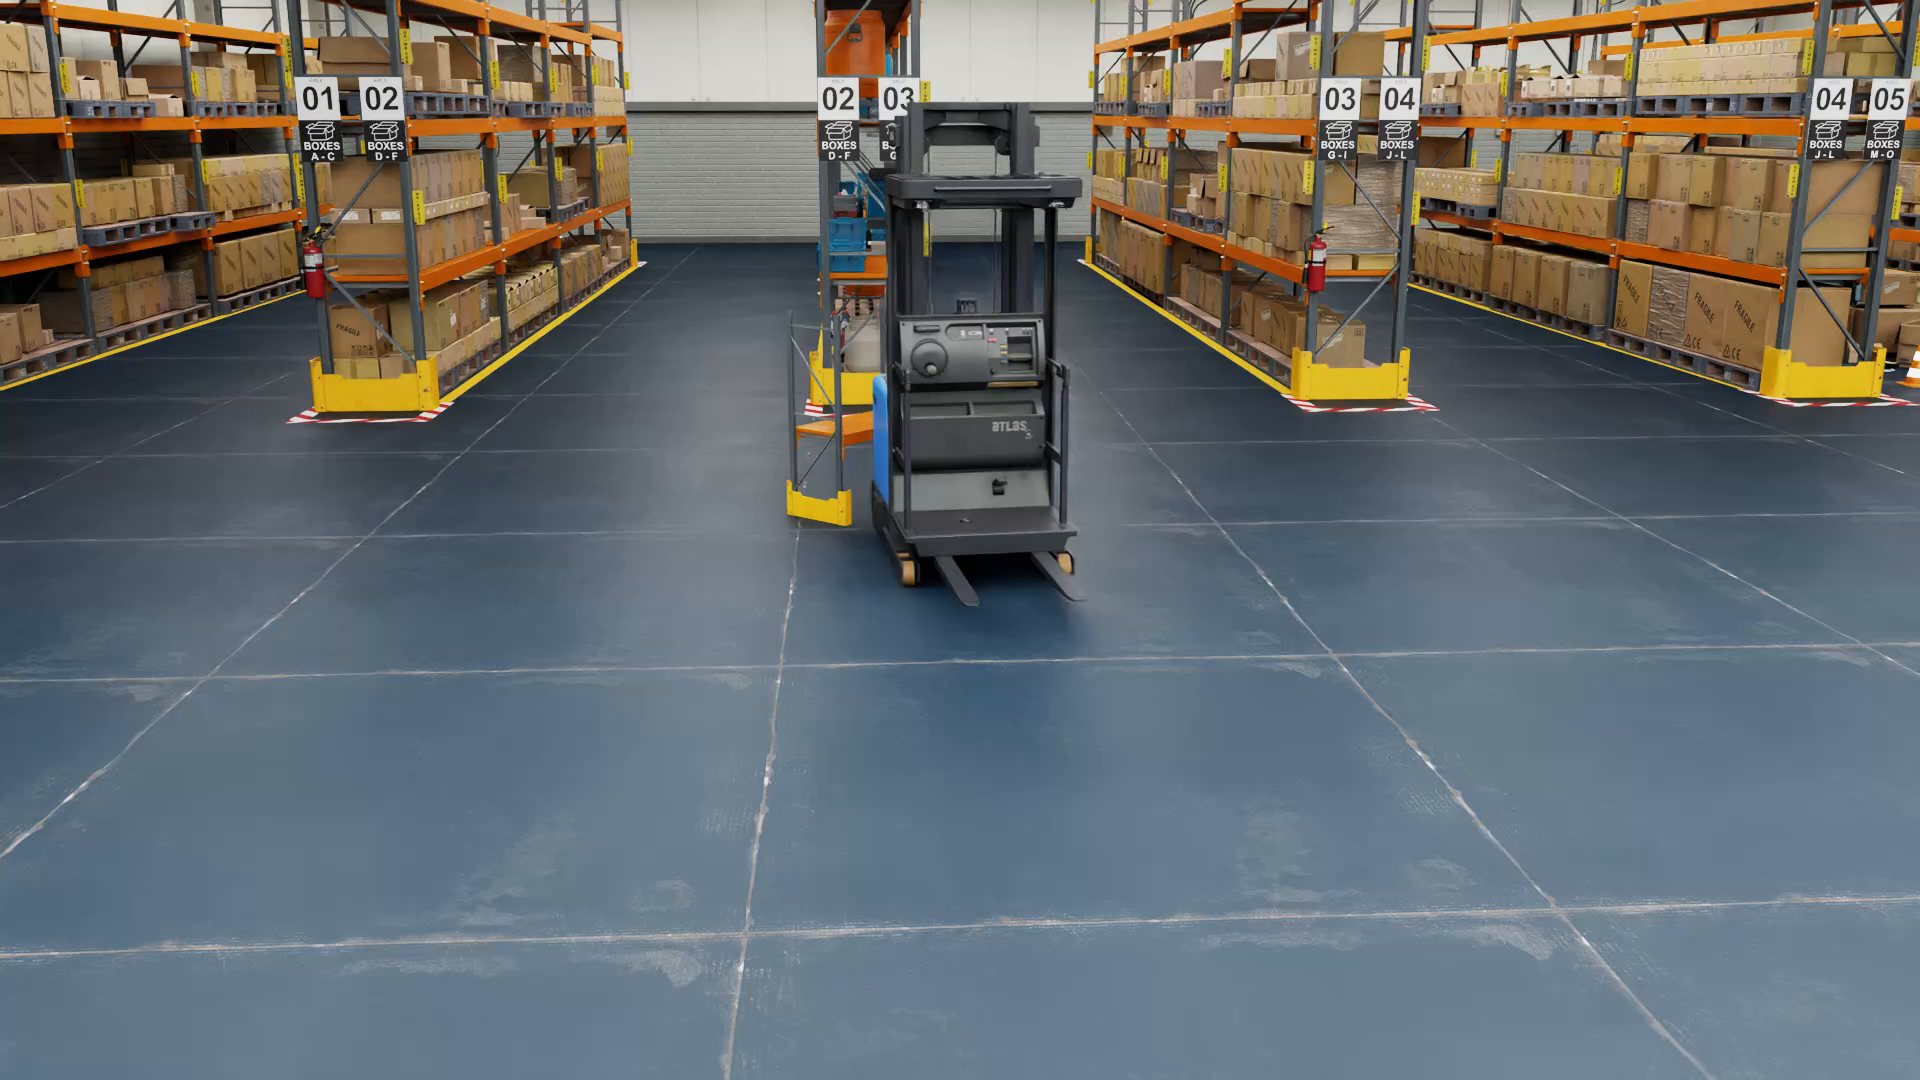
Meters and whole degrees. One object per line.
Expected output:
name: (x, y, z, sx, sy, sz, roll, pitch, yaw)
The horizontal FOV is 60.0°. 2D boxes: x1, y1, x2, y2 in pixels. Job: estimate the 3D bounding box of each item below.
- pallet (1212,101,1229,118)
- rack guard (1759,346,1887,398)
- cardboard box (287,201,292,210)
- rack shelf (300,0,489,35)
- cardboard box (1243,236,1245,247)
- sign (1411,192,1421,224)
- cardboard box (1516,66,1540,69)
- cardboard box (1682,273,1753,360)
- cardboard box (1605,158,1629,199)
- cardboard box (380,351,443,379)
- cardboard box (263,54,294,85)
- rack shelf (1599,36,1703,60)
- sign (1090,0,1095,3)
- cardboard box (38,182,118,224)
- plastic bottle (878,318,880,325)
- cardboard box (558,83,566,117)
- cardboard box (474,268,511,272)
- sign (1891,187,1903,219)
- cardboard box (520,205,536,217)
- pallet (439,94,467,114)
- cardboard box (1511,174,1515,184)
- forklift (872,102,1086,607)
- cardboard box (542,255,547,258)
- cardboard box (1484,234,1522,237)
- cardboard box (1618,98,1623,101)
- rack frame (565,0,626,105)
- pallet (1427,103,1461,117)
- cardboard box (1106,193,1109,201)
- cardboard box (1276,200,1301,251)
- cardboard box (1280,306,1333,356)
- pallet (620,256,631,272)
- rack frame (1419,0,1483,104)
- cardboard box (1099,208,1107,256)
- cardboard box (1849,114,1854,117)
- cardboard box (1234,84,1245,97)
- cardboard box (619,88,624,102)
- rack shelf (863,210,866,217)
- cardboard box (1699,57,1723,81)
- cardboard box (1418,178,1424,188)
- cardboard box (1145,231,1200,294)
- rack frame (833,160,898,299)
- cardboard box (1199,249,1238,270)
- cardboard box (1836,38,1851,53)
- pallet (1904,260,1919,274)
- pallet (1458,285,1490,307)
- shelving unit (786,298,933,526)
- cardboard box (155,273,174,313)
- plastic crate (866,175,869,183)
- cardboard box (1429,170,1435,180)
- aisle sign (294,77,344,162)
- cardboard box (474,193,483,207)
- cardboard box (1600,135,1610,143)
pallet: (3.876, -5.441, 21.009, 1.213, 0.211, 1.003, -1, 14, -3)
rack guard: (9.014, -1.764, 17.378, 1.175, 0.500, 0.348, -1, 14, -3)
cardboard box: (-11.216, -5.492, 27.316, 0.380, 0.149, 0.250, -1, 14, -3)
rack shelf: (-5.956, -5.637, 17.624, 1.077, 0.370, 4.000, -1, 14, -3)
cardboard box: (3.591, -3.558, 19.838, 0.380, 0.149, 0.250, -1, 14, -3)
sign: (4.597, -3.356, 16.815, 0.100, 0.325, 0.005, -1, 14, -3)
cardboard box: (8.680, -7.138, 25.491, 0.396, 0.266, 0.258, -1, 14, -3)
cardboard box: (8.848, -2.541, 18.804, 0.875, 0.875, 0.875, -1, 14, -4)
cardboard box: (8.728, -4.631, 21.299, 0.700, 0.500, 0.500, -1, 14, -4)
cardboard box: (-5.643, -1.785, 17.121, 0.500, 0.250, 0.500, -1, 14, -3)
cardboard box: (-11.284, -7.860, 27.790, 0.500, 0.500, 0.500, -1, 14, -4)
rack shelf: (13.079, -8.927, 30.409, 1.077, 0.370, 4.000, -1, 14, -3)
sign: (2.510, -10.335, 31.444, 0.100, 0.325, 0.005, -1, 14, -3)
cardboard box: (-11.049, -4.222, 20.832, 0.700, 0.500, 0.500, 1, 14, 2)
plastic bottle: (-0.943, -2.529, 19.920, 0.152, 0.276, 0.135, -1, 14, -3)
cardboard box: (-6.452, -6.632, 25.061, 0.910, 0.500, 0.500, -1, 14, -3)
cardboard box: (-6.547, -3.644, 23.221, 0.500, 0.311, 0.500, -1, 14, -5)
sign: (9.567, -3.445, 16.999, 0.100, 0.325, 0.005, -1, 14, -3)
cardboard box: (-6.349, -4.632, 23.689, 0.500, 0.311, 0.500, 0, 14, 0)
pallet: (-5.929, -4.667, 17.803, 1.003, 0.211, 1.213, -1, 14, -3)
cardboard box: (8.662, -5.524, 25.445, 0.380, 0.149, 0.250, -1, 14, -5)
forklift: (0.118, -1.225, 10.404, 1.130, 2.935, 3.031, -2, 15, -9)
cardboard box: (-6.652, -4.127, 25.679, 0.500, 0.500, 0.500, -1, 14, -5)
cardboard box: (8.666, -4.750, 26.638, 0.500, 0.250, 0.500, -1, 14, -3)
cardboard box: (13.073, -8.582, 32.100, 0.500, 0.250, 0.500, -2, 15, -9)
rack frame: (-6.823, -9.661, 31.017, 1.000, 3.000, 0.127, -1, 14, -3)
pallet: (8.268, -6.913, 26.733, 1.213, 0.211, 1.003, -1, 14, -3)
cardboard box: (2.872, -6.245, 30.284, 0.380, 0.149, 0.250, -1, 14, -3)
cardboard box: (3.898, -3.381, 17.850, 0.875, 0.500, 0.500, -1, 14, -3)
cardboard box: (3.942, -2.381, 18.935, 0.500, 0.500, 0.500, 0, 14, 2)
pallet: (-6.768, -5.188, 31.268, 1.003, 0.211, 1.213, -1, 14, -3)
rack frame: (8.269, -8.870, 27.941, 1.000, 3.000, 0.127, -1, 14, -3)
cardboard box: (3.184, -5.924, 31.954, 0.875, 0.875, 0.875, -1, 14, -3)
cardboard box: (13.301, -6.321, 24.560, 0.380, 0.149, 0.250, -1, 14, -3)
cardboard box: (3.520, -5.411, 20.019, 0.380, 0.149, 0.250, -1, 14, -5)
cardboard box: (-6.537, -8.254, 30.866, 0.500, 0.250, 0.500, -1, 14, -3)
rack shelf: (-1.507, -4.991, 26.348, 1.077, 0.370, 4.000, -1, 14, -3)
cardboard box: (8.612, -5.248, 18.545, 0.500, 0.250, 0.500, -1, 14, -3)
cardboard box: (7.869, -5.957, 27.723, 0.380, 0.149, 0.250, -1, 14, -2)
cardboard box: (3.538, -4.265, 25.503, 1.225, 0.875, 0.875, -2, 15, -6)
rack frame: (-1.384, -4.842, 24.325, 1.000, 3.000, 0.127, -1, 14, -3)
cardboard box: (3.674, -3.986, 23.628, 0.500, 0.250, 0.500, 1, 14, 3)
cardboard box: (9.295, -5.100, 17.167, 0.380, 0.149, 0.250, -1, 14, -3)
pallet: (18.115, -4.964, 30.396, 1.003, 0.211, 1.213, -1, 14, -3)
pallet: (8.470, -3.814, 25.925, 1.003, 0.211, 1.213, -1, 14, -3)
shelving unit: (-0.717, -0.976, 12.312, 0.587, 1.500, 1.083, 11, 18, 37)
cardboard box: (-11.259, -3.383, 22.790, 0.700, 0.500, 0.500, -1, 14, -4)
plastic crate: (-1.436, -6.123, 29.054, 0.402, 0.464, 0.583, -1, 14, -3)
cardboard box: (7.900, -5.971, 27.179, 0.380, 0.149, 0.250, -1, 14, -4)
aisle sign: (-6.121, -4.015, 15.894, 0.394, 0.787, 0.004, -1, 14, -3)
cardboard box: (-5.836, -4.008, 19.583, 0.380, 0.149, 0.250, -1, 14, -5)
cardboard box: (12.701, -7.815, 32.372, 0.380, 0.149, 0.250, -1, 14, -2)
